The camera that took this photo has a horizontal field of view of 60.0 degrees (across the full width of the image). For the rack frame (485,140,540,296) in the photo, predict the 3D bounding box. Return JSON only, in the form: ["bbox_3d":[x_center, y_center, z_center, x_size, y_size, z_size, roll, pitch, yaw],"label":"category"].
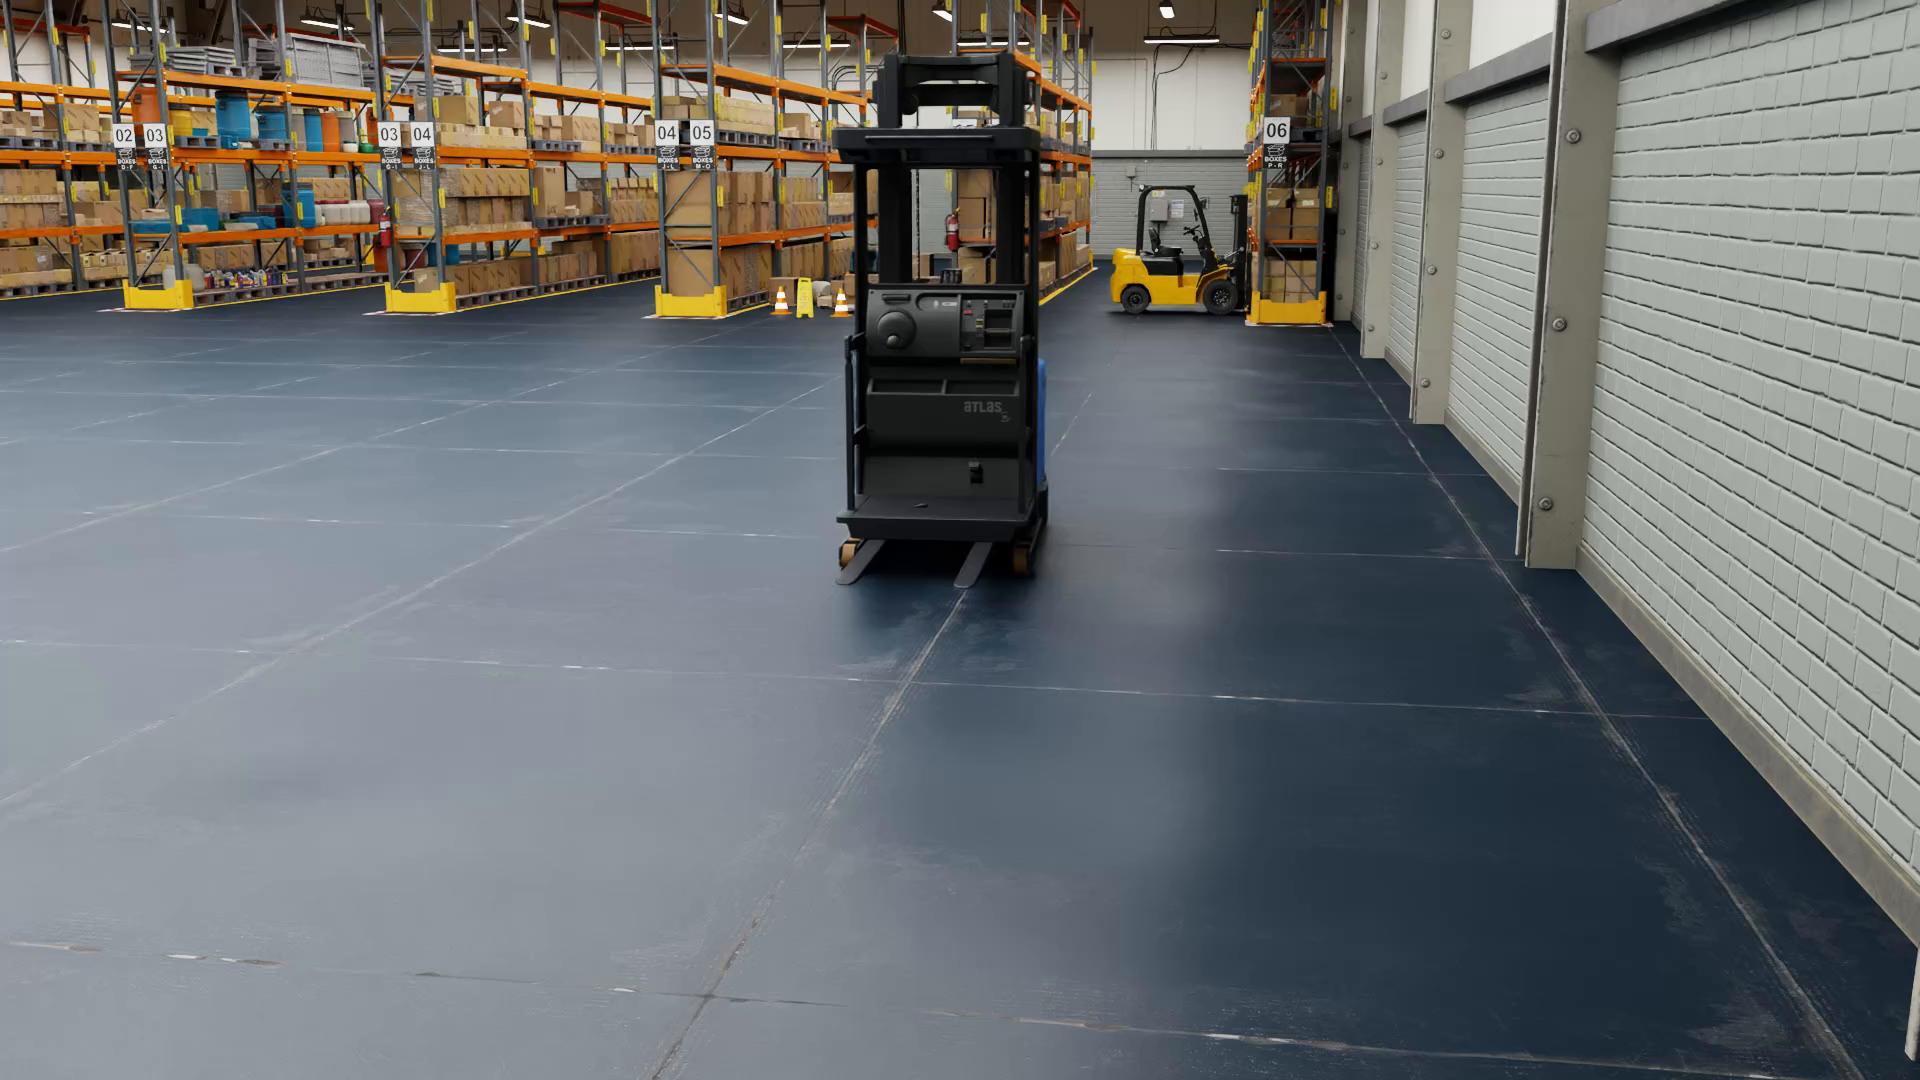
[{"bbox_3d":[-8.808,-6.286,32.542,1.000,3.000,0.127,2,12,9],"label":"rack frame"}]

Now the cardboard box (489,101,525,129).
[{"bbox_3d":[-8.626,-8.089,31.659,0.500,0.500,0.500,2,12,7],"label":"cardboard box"}]

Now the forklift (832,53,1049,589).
[{"bbox_3d":[-0.108,-1.302,9.576,1.130,2.935,3.031,1,12,7],"label":"forklift"}]

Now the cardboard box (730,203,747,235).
[{"bbox_3d":[-4.253,-5.652,29.241,0.875,0.550,0.550,2,12,9],"label":"cardboard box"}]

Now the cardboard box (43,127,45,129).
[{"bbox_3d":[-22.527,-9.866,40.750,0.700,0.500,0.500,2,12,8],"label":"cardboard box"}]

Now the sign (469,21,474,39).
[{"bbox_3d":[-9.358,-9.770,31.873,0.100,0.325,0.005,2,12,9],"label":"sign"}]

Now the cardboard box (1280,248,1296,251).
[{"bbox_3d":[6.892,-6.037,34.781,0.380,0.149,0.250,3,12,12],"label":"cardboard box"}]

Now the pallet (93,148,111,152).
[{"bbox_3d":[-22.125,-10.026,42.986,1.003,0.211,1.213,2,12,9],"label":"pallet"}]

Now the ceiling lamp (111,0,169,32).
[{"bbox_3d":[-19.617,-13.955,40.029,0.800,3.185,2.000,2,12,9],"label":"ceiling lamp"}]

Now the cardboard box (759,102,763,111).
[{"bbox_3d":[-3.781,-7.849,30.142,0.380,0.149,0.250,2,12,10],"label":"cardboard box"}]

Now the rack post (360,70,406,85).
[{"bbox_3d":[-13.016,-10.327,37.233,0.954,0.300,0.937,2,12,9],"label":"rack post"}]

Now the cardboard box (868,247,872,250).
[{"bbox_3d":[-2.334,-6.993,40.179,0.380,0.149,0.250,3,12,11],"label":"cardboard box"}]

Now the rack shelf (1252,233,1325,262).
[{"bbox_3d":[5.581,-5.037,28.454,1.077,0.370,4.000,2,12,9],"label":"rack shelf"}]

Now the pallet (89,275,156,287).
[{"bbox_3d":[-18.336,-5.654,36.228,1.003,0.211,1.213,2,12,9],"label":"pallet"}]

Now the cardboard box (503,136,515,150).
[{"bbox_3d":[-8.711,-7.467,31.260,0.500,0.250,0.500,2,12,10],"label":"cardboard box"}]

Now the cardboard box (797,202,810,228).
[{"bbox_3d":[-3.341,-6.569,33.617,0.500,0.500,0.500,2,12,10],"label":"cardboard box"}]

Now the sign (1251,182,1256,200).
[{"bbox_3d":[5.351,-6.348,30.268,0.100,0.325,0.005,2,12,9],"label":"sign"}]

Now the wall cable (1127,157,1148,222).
[{"bbox_3d":[5.077,-10.091,47.785,0.588,1.984,0.122,2,12,9],"label":"wall cable"}]

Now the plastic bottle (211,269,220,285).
[{"bbox_3d":[-14.360,-5.046,32.030,0.144,0.351,0.185,2,12,11],"label":"plastic bottle"}]

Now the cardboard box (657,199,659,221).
[{"bbox_3d":[-7.380,-7.894,39.766,0.500,0.500,0.500,2,12,9],"label":"cardboard box"}]

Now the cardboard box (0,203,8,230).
[{"bbox_3d":[-18.892,-6.243,32.106,0.700,0.500,0.500,2,12,10],"label":"cardboard box"}]

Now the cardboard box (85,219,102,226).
[{"bbox_3d":[-18.258,-6.663,34.887,0.380,0.149,0.250,2,12,9],"label":"cardboard box"}]

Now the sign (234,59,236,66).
[{"bbox_3d":[-17.899,-11.723,41.123,0.100,0.325,0.005,2,12,9],"label":"sign"}]

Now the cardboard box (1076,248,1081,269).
[{"bbox_3d":[2.417,-6.710,39.596,0.875,0.438,0.875,2,12,8],"label":"cardboard box"}]

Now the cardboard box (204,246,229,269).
[{"bbox_3d":[-17.554,-6.628,39.019,0.500,0.500,0.500,1,12,7],"label":"cardboard box"}]

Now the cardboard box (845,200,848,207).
[{"bbox_3d":[-2.758,-7.634,37.689,0.380,0.149,0.250,2,12,9],"label":"cardboard box"}]

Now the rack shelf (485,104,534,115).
[{"bbox_3d":[-12.164,-10.914,42.432,1.077,0.370,4.000,2,12,9],"label":"rack shelf"}]

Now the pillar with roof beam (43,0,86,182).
[{"bbox_3d":[-18.754,-11.400,42.031,9.100,9.000,0.548,2,12,9],"label":"pillar with roof beam"}]

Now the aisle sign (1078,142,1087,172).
[{"bbox_3d":[3.147,-9.739,42.393,0.394,0.787,0.004,2,12,9],"label":"aisle sign"}]

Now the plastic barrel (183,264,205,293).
[{"bbox_3d":[-14.215,-4.847,30.773,0.421,0.512,0.421,0,12,0],"label":"plastic barrel"}]

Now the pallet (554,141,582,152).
[{"bbox_3d":[-8.452,-8.002,33.829,1.213,0.211,1.003,2,12,9],"label":"pallet"}]

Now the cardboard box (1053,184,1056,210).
[{"bbox_3d":[1.659,-6.881,33.360,0.500,0.500,0.500,1,12,5],"label":"cardboard box"}]

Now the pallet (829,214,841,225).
[{"bbox_3d":[-3.303,-6.995,36.287,1.213,0.211,1.003,2,12,9],"label":"pallet"}]

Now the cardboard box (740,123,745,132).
[{"bbox_3d":[-3.974,-7.193,28.993,0.380,0.149,0.250,2,12,8],"label":"cardboard box"}]

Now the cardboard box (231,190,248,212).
[{"bbox_3d":[-17.577,-8.158,39.992,0.700,0.500,0.500,-1,12,-6],"label":"cardboard box"}]

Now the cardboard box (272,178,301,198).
[{"bbox_3d":[-17.015,-8.900,42.060,0.500,0.500,0.500,2,12,10],"label":"cardboard box"}]

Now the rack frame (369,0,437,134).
[{"bbox_3d":[-9.424,-8.386,28.047,1.000,3.000,0.127,2,12,9],"label":"rack frame"}]

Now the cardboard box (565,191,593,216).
[{"bbox_3d":[-8.224,-7.140,35.269,0.700,0.500,0.500,4,13,17],"label":"cardboard box"}]

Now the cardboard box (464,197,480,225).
[{"bbox_3d":[-9.234,-5.972,30.141,0.875,0.500,0.500,2,12,9],"label":"cardboard box"}]

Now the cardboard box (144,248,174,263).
[{"bbox_3d":[-17.892,-6.350,37.039,0.500,0.311,0.500,2,12,8],"label":"cardboard box"}]

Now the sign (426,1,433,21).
[{"bbox_3d":[-8.887,-8.864,27.858,0.100,0.325,0.005,2,12,9],"label":"sign"}]

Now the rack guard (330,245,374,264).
[{"bbox_3d":[-16.762,-7.868,45.816,1.175,0.500,0.348,2,12,9],"label":"rack guard"}]

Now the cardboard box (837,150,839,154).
[{"bbox_3d":[-2.887,-8.667,36.232,0.500,0.500,0.500,2,12,9],"label":"cardboard box"}]

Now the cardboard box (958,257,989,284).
[{"bbox_3d":[0.234,-4.535,28.168,0.500,0.500,0.500,2,12,9],"label":"cardboard box"}]

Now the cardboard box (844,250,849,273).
[{"bbox_3d":[-2.799,-6.271,37.409,0.500,0.500,0.500,2,12,7],"label":"cardboard box"}]

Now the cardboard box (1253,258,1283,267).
[{"bbox_3d":[5.109,-4.535,27.572,0.500,0.250,0.500,2,12,10],"label":"cardboard box"}]

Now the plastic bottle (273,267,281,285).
[{"bbox_3d":[-13.517,-5.223,32.854,0.144,0.351,0.185,2,12,7],"label":"plastic bottle"}]

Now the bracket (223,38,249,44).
[{"bbox_3d":[-21.397,-14.993,50.161,0.076,0.066,3.189,2,12,9],"label":"bracket"}]

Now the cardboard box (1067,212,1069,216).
[{"bbox_3d":[2.143,-7.138,36.849,0.500,0.250,0.500,2,12,9],"label":"cardboard box"}]

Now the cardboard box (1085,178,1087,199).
[{"bbox_3d":[2.860,-8.680,41.040,0.500,0.500,0.500,2,12,8],"label":"cardboard box"}]

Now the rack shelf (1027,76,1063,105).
[{"bbox_3d":[1.291,-8.767,32.470,1.077,0.370,4.000,2,12,9],"label":"rack shelf"}]

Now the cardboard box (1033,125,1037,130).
[{"bbox_3d":[1.105,-7.298,29.766,0.500,0.250,0.500,2,12,8],"label":"cardboard box"}]
